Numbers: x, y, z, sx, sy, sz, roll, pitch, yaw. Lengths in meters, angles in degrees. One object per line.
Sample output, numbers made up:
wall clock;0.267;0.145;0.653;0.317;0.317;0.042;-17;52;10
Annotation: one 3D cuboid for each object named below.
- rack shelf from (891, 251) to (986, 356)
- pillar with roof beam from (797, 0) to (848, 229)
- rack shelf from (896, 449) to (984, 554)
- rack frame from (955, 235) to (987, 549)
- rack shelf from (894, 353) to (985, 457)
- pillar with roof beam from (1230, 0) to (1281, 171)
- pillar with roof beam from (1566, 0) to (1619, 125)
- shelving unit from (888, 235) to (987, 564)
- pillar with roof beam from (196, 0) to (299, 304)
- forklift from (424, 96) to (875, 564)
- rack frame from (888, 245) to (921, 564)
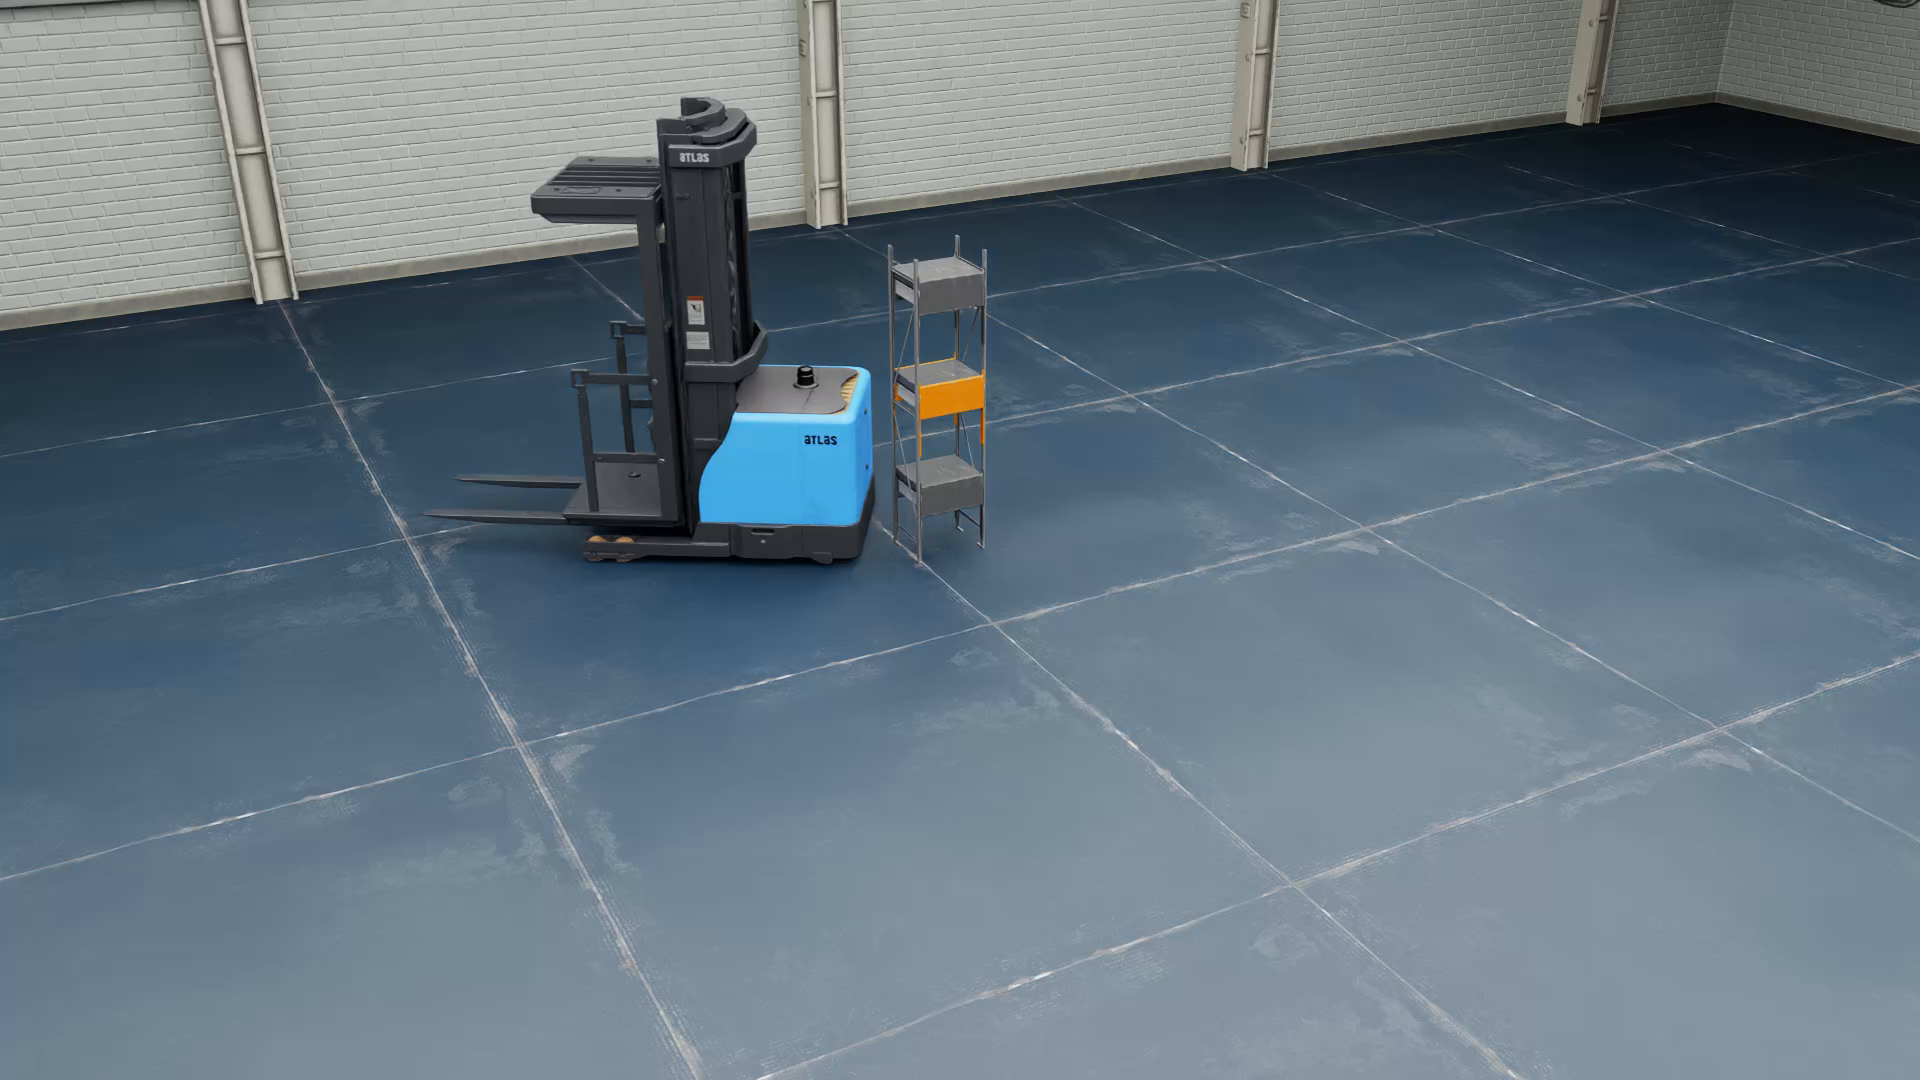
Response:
rack shelf;-0.146;-1.532;10.730;0.480;0.518;0.431;-13;29;-25
pillar with roof beam;0.494;-6.055;13.767;0.400;9.000;9.100;-13;29;-25
rack shelf;-0.146;-0.270;11.336;0.480;0.518;0.431;-13;29;-25
rack frame;0.069;-0.963;11.131;0.015;2.100;0.400;-13;29;-25
rack shelf;-0.146;-0.901;11.033;0.480;0.518;0.431;-13;29;-25
pillar with roof beam;5.788;-7.277;16.312;0.400;9.000;9.100;-13;29;-25
pillar with roof beam;11.082;-8.499;18.857;0.400;9.000;9.100;-13;29;-25
shelving unit;-0.146;-0.913;11.027;0.503;2.100;0.431;-13;29;-25
pillar with roof beam;-4.800;-4.833;11.221;0.400;9.000;9.100;-13;29;-25
forklift;-2.148;-1.397;11.076;3.031;2.935;1.130;2;26;3
rack frame;-0.361;-0.863;10.924;0.015;2.100;0.400;-13;29;-25
